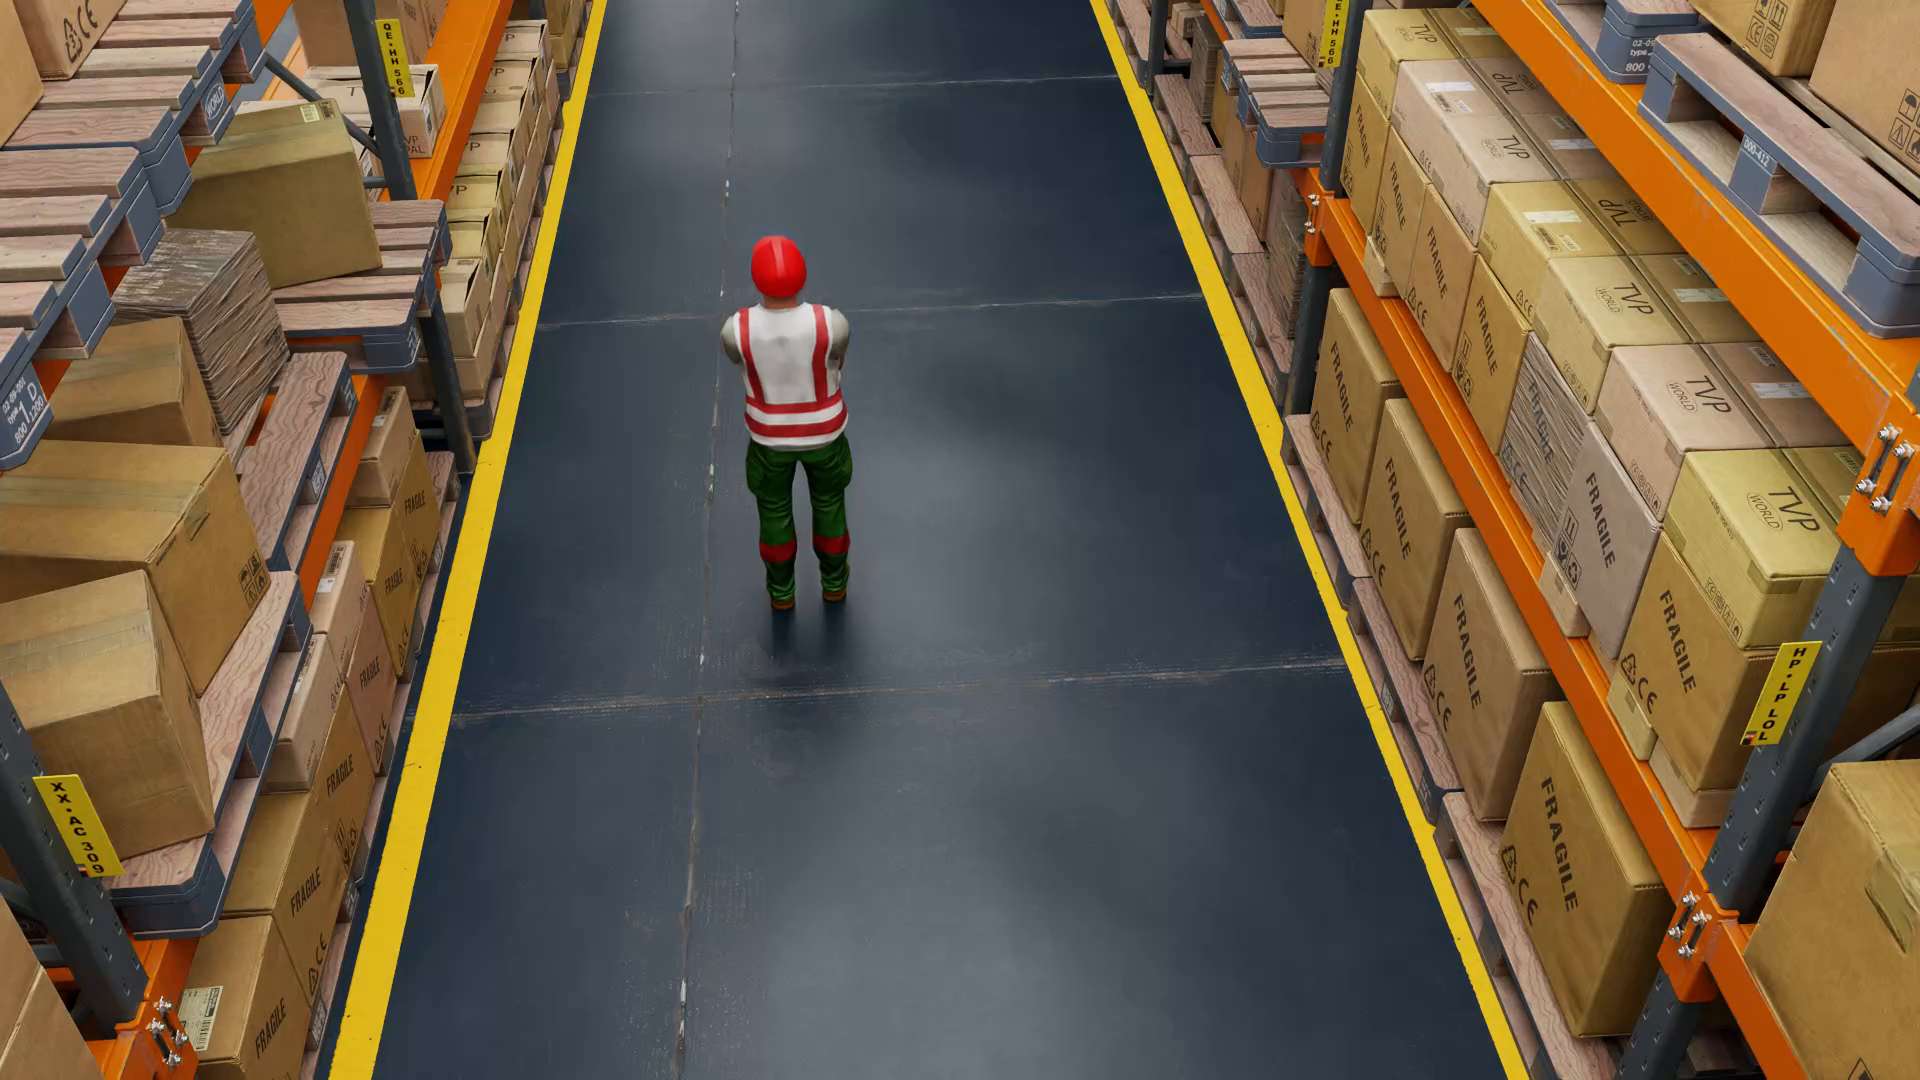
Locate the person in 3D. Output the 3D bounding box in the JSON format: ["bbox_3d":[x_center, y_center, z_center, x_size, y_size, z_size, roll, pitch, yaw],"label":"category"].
[{"bbox_3d":[-0.677,-0.505,6.769,0.494,1.782,0.573,-3,39,-4],"label":"person"}]
